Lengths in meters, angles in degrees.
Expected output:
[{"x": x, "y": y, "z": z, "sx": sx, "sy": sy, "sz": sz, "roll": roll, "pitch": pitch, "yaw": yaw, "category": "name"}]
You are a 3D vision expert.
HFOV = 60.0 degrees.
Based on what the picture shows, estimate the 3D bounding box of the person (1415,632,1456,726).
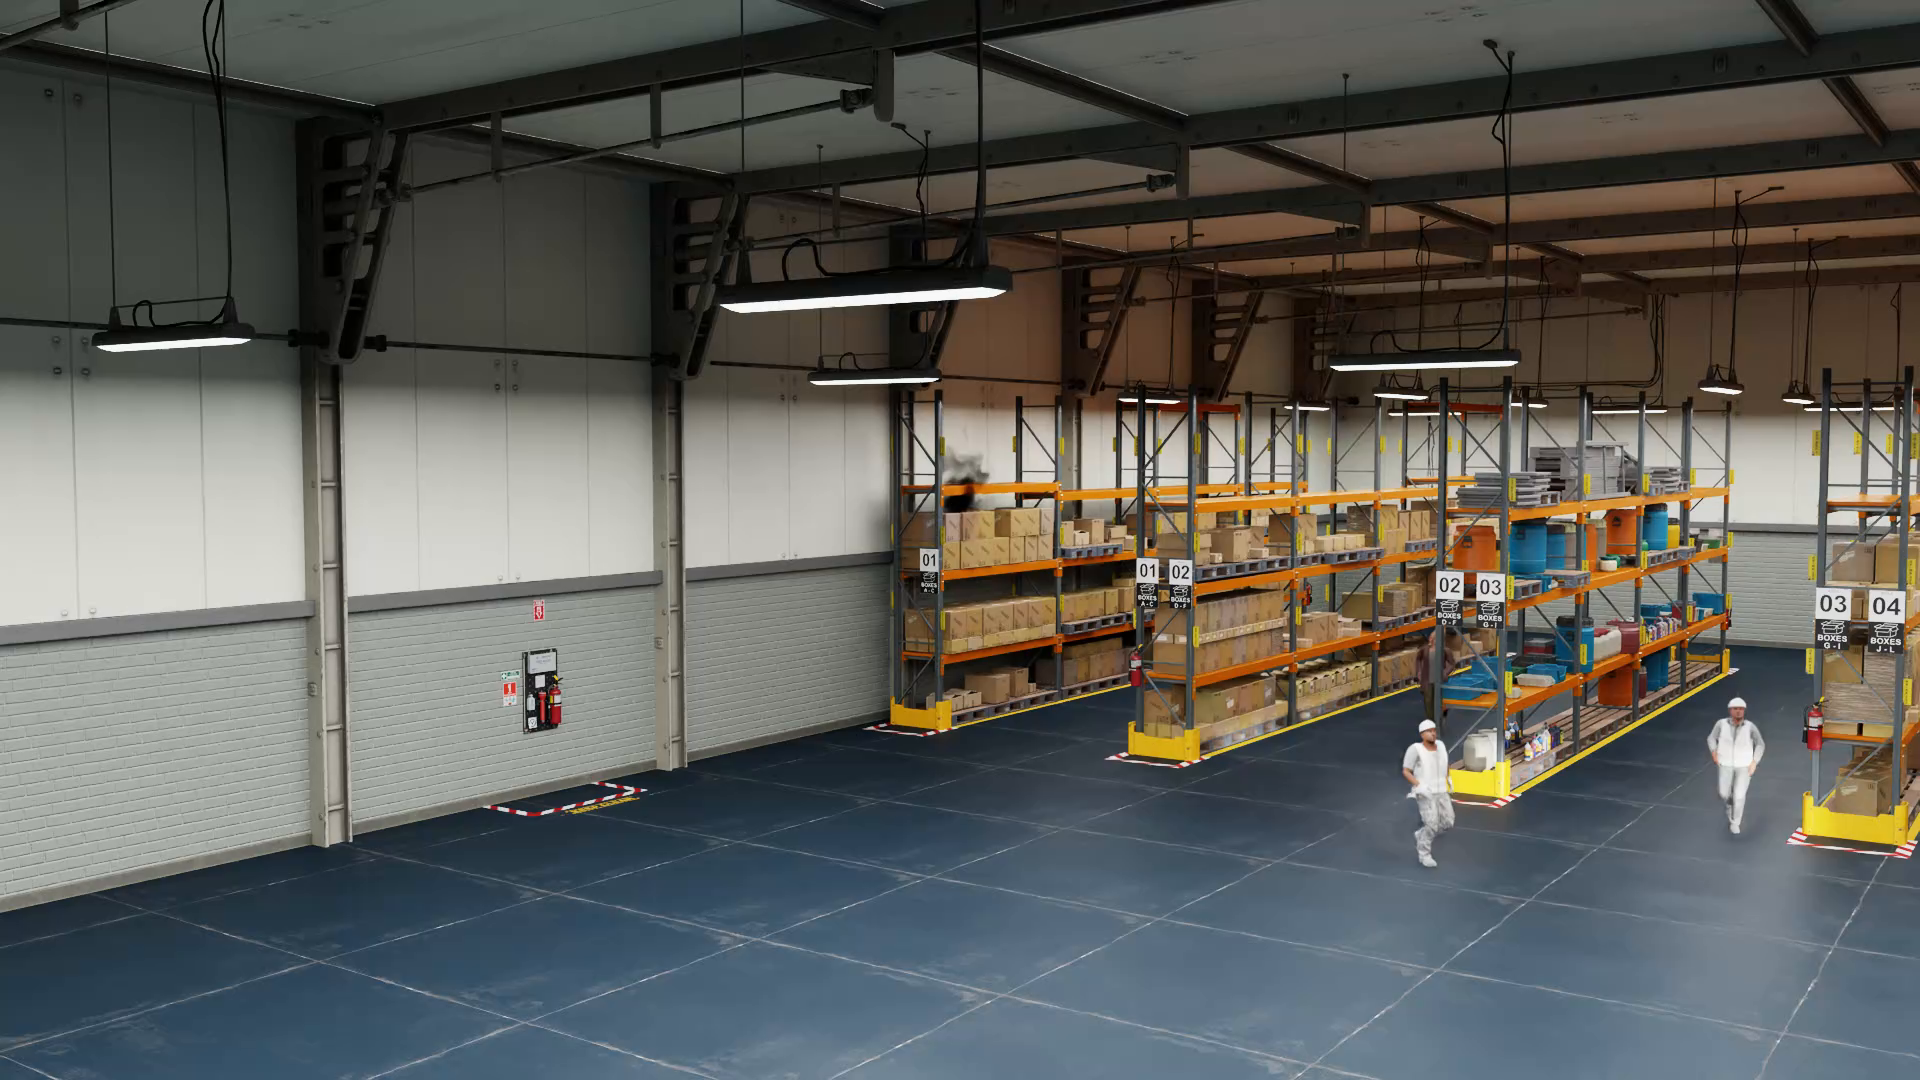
[{"x": 8.355, "y": 2.528, "z": 29.292, "sx": 0.727, "sy": 1.678, "sz": 0.741, "roll": 2, "pitch": 4, "yaw": 31, "category": "person"}]

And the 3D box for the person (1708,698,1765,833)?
[{"x": 10.099, "y": 2.926, "z": 21.680, "sx": 0.689, "sy": 1.742, "sz": 0.537, "roll": 2, "pitch": 4, "yaw": 32, "category": "person"}]

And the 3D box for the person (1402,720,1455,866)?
[{"x": 5.618, "y": 3.016, "z": 19.885, "sx": 0.683, "sy": 1.742, "sz": 0.545, "roll": -1, "pitch": 3, "yaw": -23, "category": "person"}]
